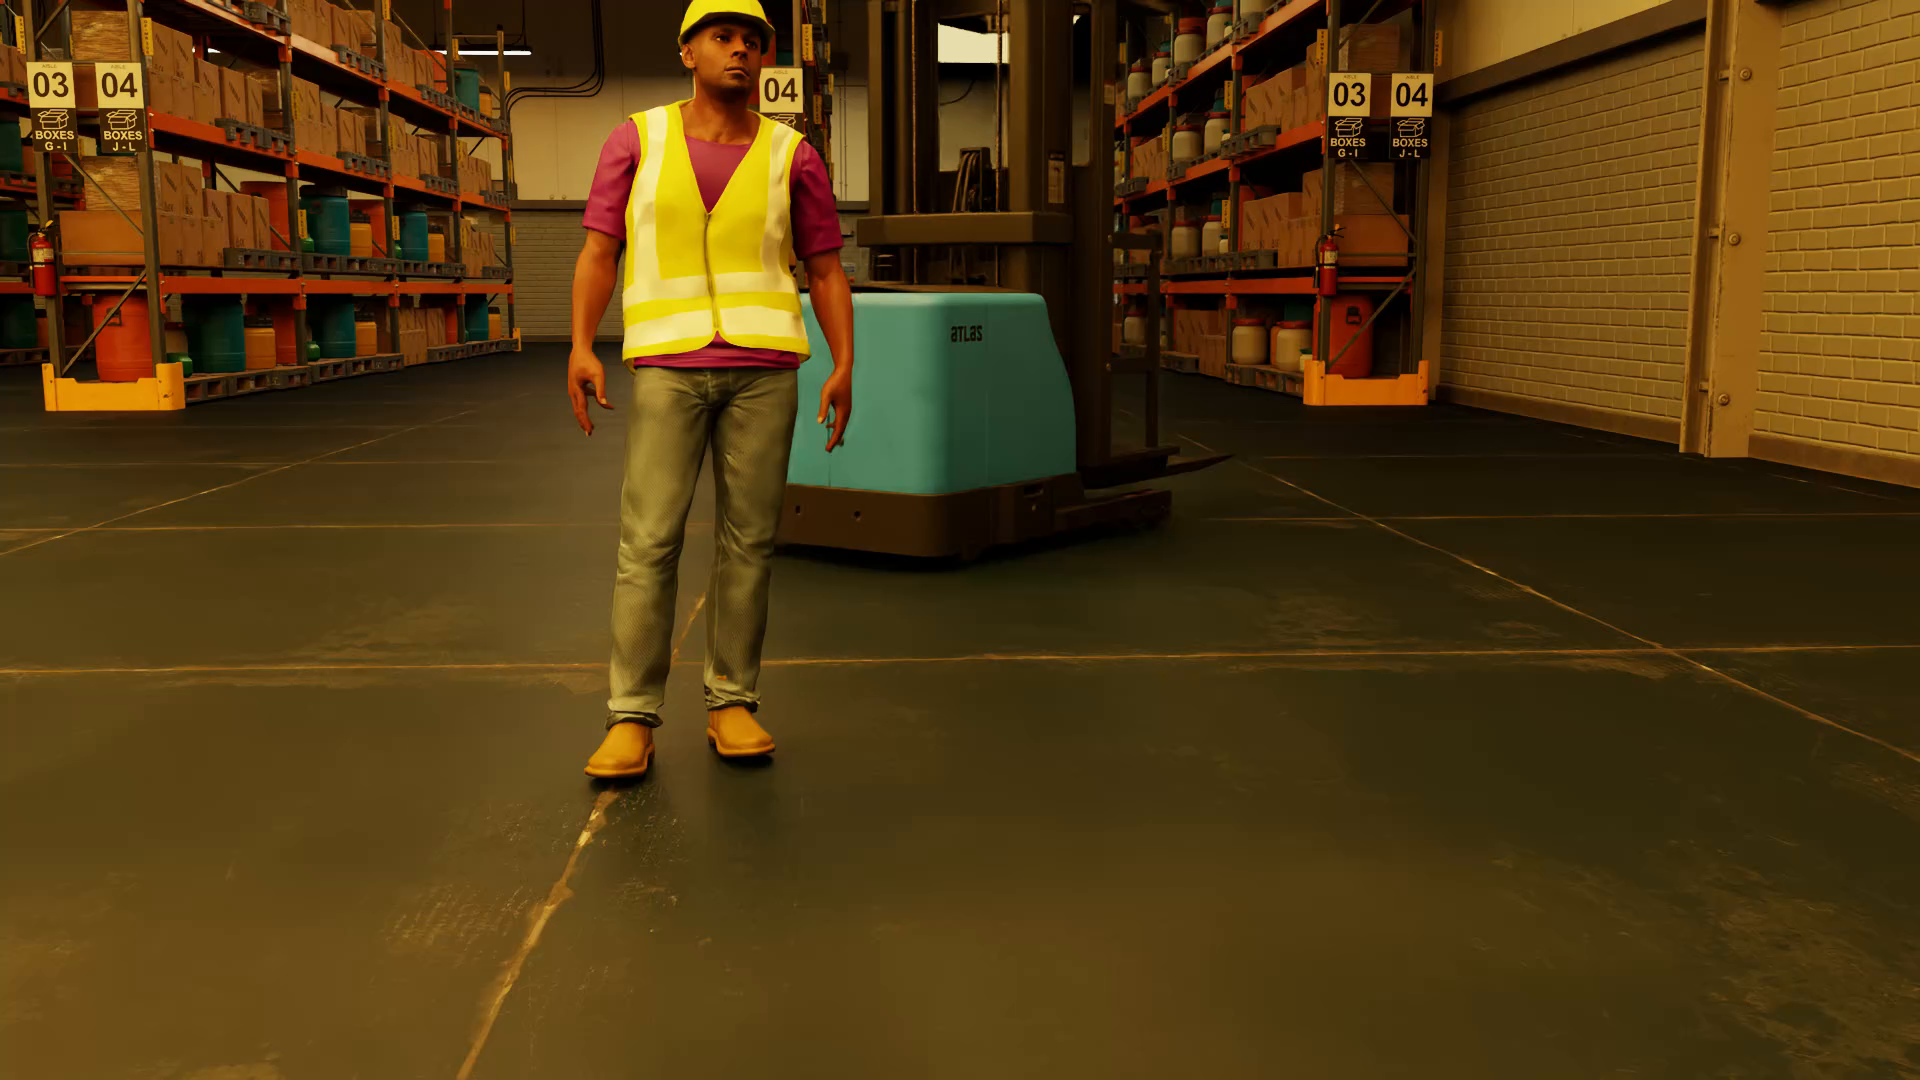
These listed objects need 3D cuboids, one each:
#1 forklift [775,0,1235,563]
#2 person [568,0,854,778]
[{"bbox_3d":[0.335,-1.533,7.655,1.130,2.935,3.031,6,10,34],"label":"forklift"},{"bbox_3d":[-0.558,-0.380,3.808,0.665,1.767,0.576,-2,9,-12],"label":"person"}]
